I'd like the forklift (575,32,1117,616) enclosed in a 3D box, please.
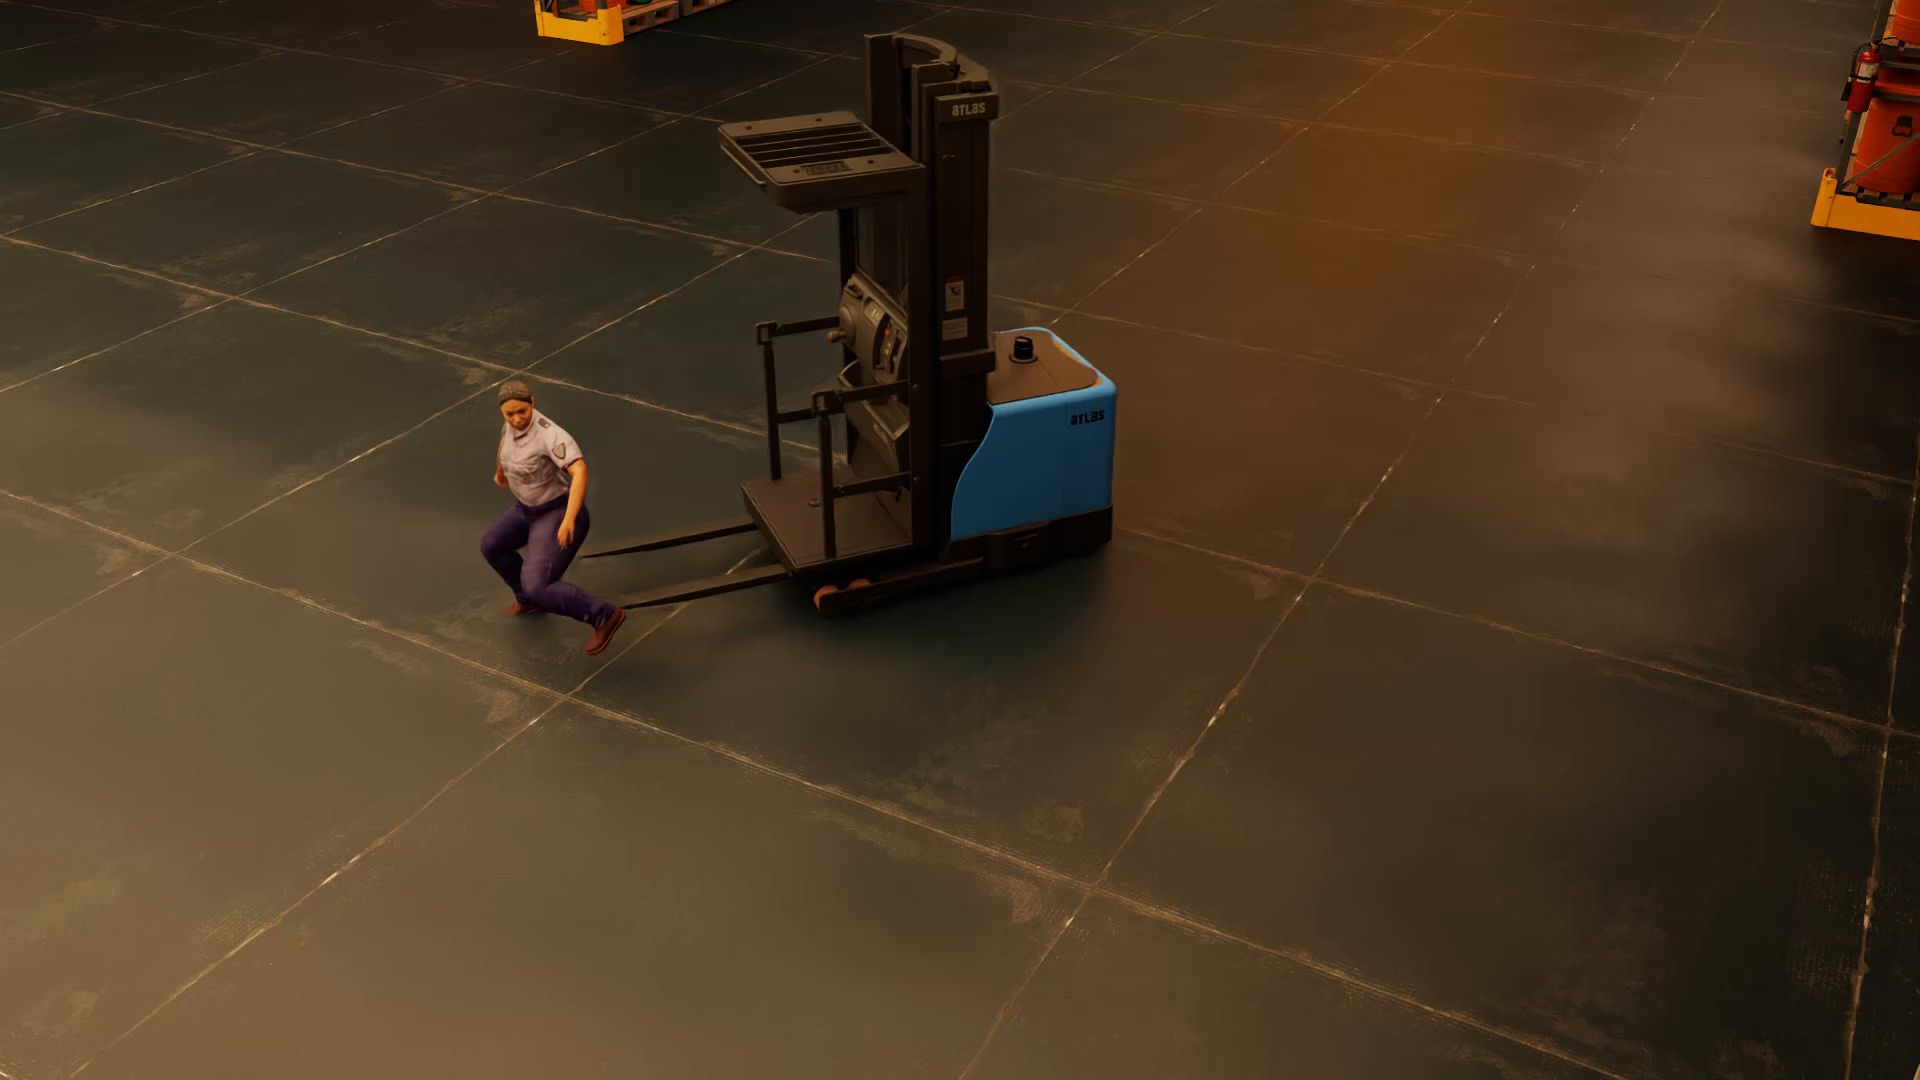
[{"bbox_3d":[-0.661,-1.148,9.059,3.031,2.935,1.130,-12,32,-20],"label":"forklift"}]

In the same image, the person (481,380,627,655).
[{"bbox_3d":[-2.249,-0.149,8.818,0.485,1.544,1.049,-19,35,-30],"label":"person"}]
